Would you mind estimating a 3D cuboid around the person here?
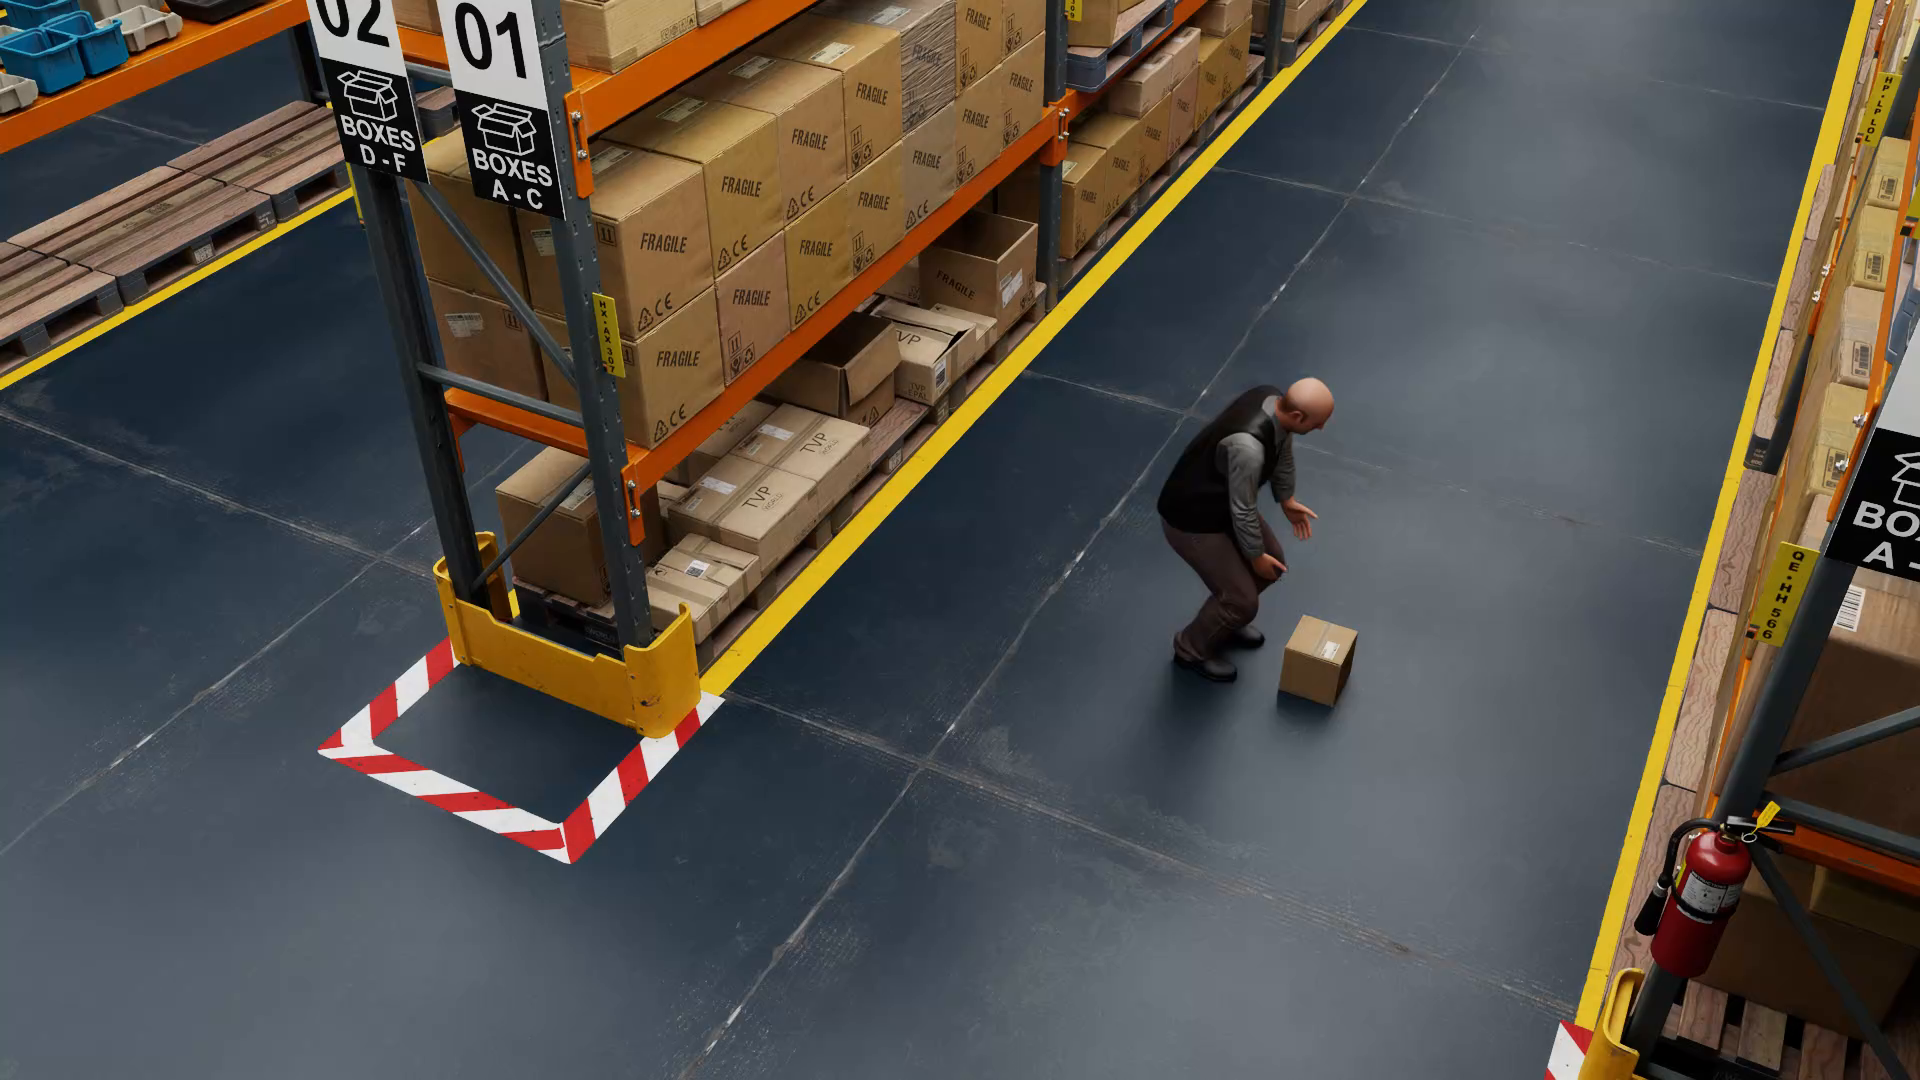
[{"bbox_3d":[1.188,-0.097,7.097,0.648,1.482,0.589,18,41,22],"label":"person"}]
